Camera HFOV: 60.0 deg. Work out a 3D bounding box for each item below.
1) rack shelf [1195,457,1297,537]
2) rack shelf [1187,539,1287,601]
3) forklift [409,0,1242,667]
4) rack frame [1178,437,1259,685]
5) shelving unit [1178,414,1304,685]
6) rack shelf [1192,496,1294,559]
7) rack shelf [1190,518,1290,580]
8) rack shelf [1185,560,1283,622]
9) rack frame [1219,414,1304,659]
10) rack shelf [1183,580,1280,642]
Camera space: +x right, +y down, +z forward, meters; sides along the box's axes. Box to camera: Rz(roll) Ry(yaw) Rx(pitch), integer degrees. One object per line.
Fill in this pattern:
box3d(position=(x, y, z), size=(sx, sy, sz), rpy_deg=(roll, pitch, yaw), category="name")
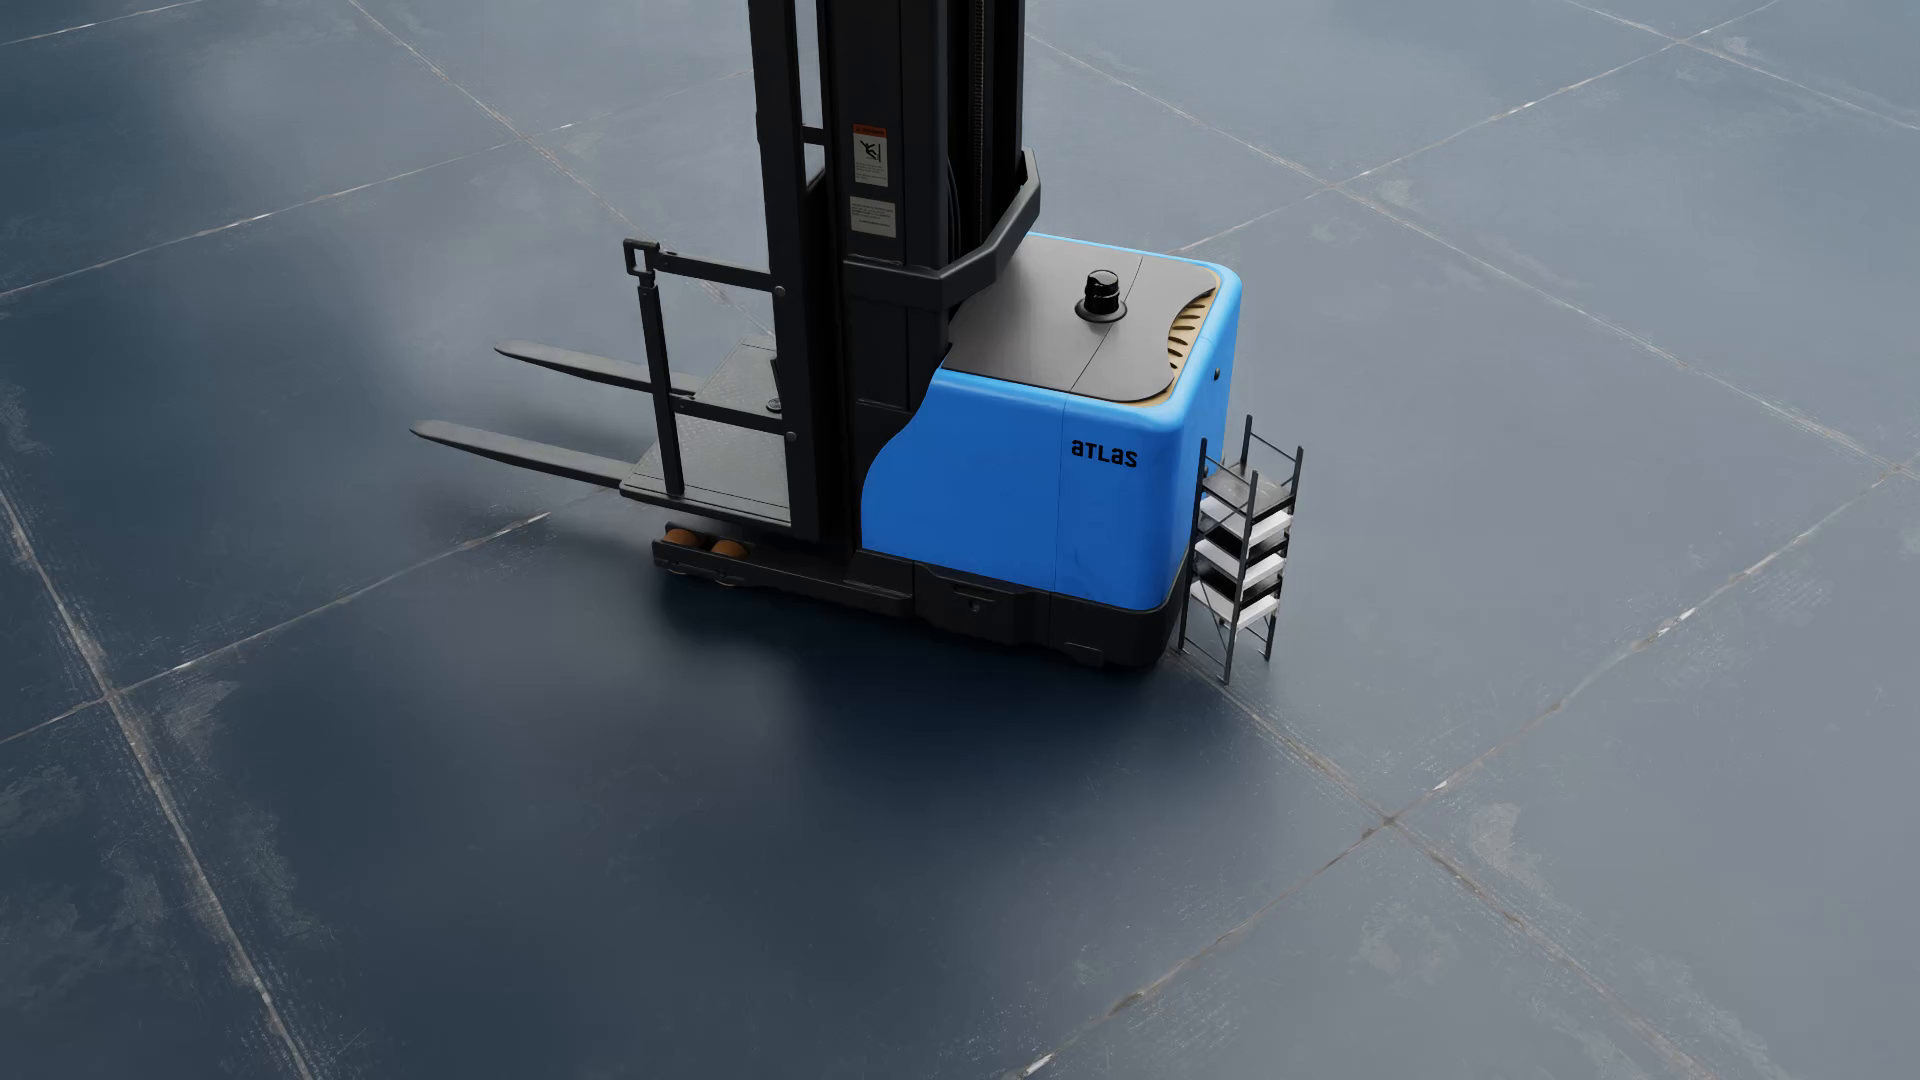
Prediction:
box3d(position=(0.916, -0.140, 5.338), size=(0.200, 0.077, 0.258), rpy_deg=(-27, 46, -29), category="rack shelf")
box3d(position=(0.916, 0.069, 5.509), size=(0.200, 0.077, 0.258), rpy_deg=(-27, 46, -29), category="rack shelf")
box3d(position=(-0.592, -1.267, 5.483), size=(3.031, 2.935, 1.130), rpy_deg=(13, 41, 15), category="forklift")
box3d(position=(0.836, 0.083, 5.439), size=(0.006, 0.900, 0.240), rpy_deg=(-27, 46, -29), category="rack frame")
box3d(position=(0.916, 0.043, 5.488), size=(0.210, 0.900, 0.258), rpy_deg=(-27, 46, -29), category="shelving unit")
box3d(position=(0.916, -0.070, 5.395), size=(0.200, 0.077, 0.258), rpy_deg=(-27, 46, -29), category="rack shelf")
box3d(position=(0.916, -0.001, 5.452), size=(0.200, 0.077, 0.258), rpy_deg=(-27, 46, -29), category="rack shelf")
box3d(position=(0.916, 0.139, 5.566), size=(0.200, 0.077, 0.258), rpy_deg=(-27, 46, -29), category="rack shelf")
box3d(position=(0.995, 0.003, 5.537), size=(0.006, 0.900, 0.240), rpy_deg=(-27, 46, -29), category="rack frame")
box3d(position=(0.916, 0.208, 5.623), size=(0.200, 0.077, 0.258), rpy_deg=(-27, 46, -29), category="rack shelf")
